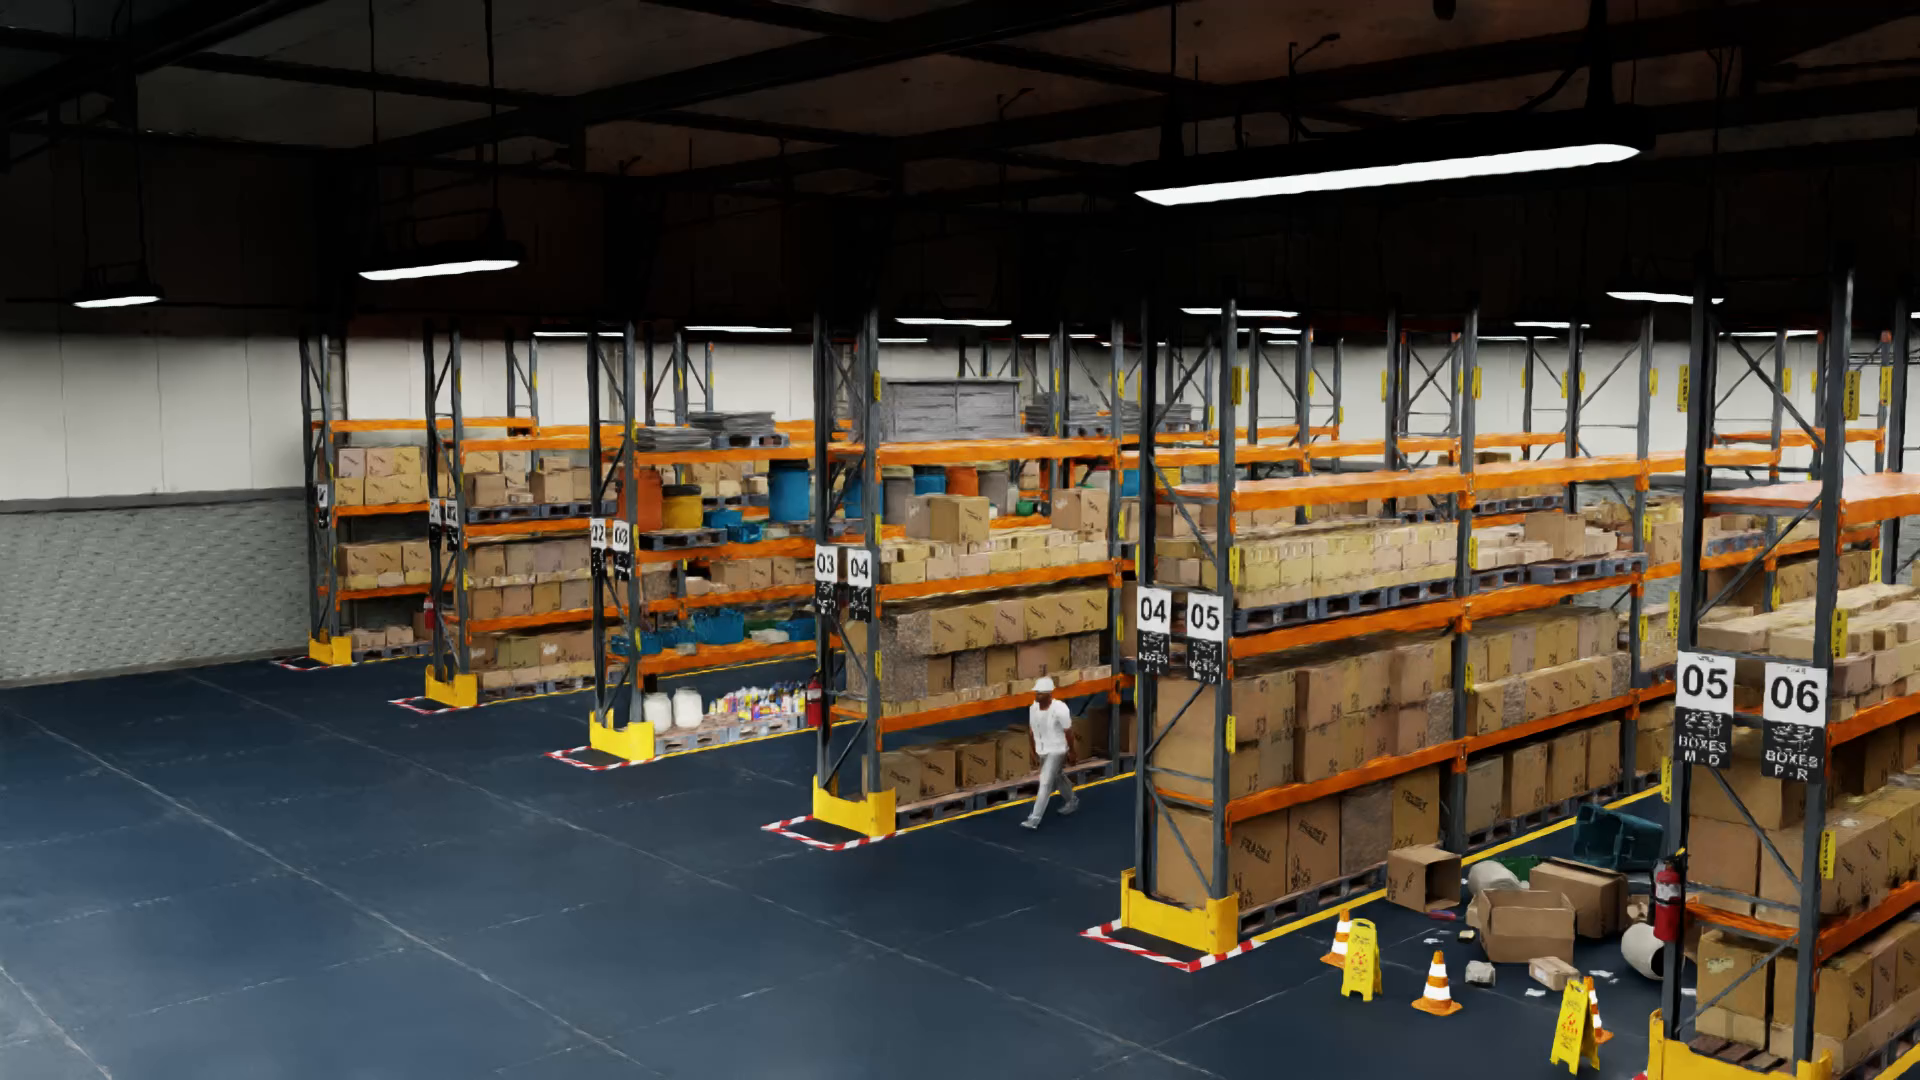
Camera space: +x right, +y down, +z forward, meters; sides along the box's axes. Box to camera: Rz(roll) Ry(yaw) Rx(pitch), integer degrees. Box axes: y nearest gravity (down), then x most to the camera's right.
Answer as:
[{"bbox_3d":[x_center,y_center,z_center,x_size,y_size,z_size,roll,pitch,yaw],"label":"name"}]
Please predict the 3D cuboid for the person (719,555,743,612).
[{"bbox_3d":[-4.462,1.048,32.579,0.682,1.676,0.535,6,8,44],"label":"person"}]

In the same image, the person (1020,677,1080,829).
[{"bbox_3d":[0.992,2.394,19.030,1.121,1.691,0.577,-5,8,-40],"label":"person"}]

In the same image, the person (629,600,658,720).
[{"bbox_3d":[-4.631,1.780,24.603,0.514,1.785,0.638,2,6,15],"label":"person"}]
